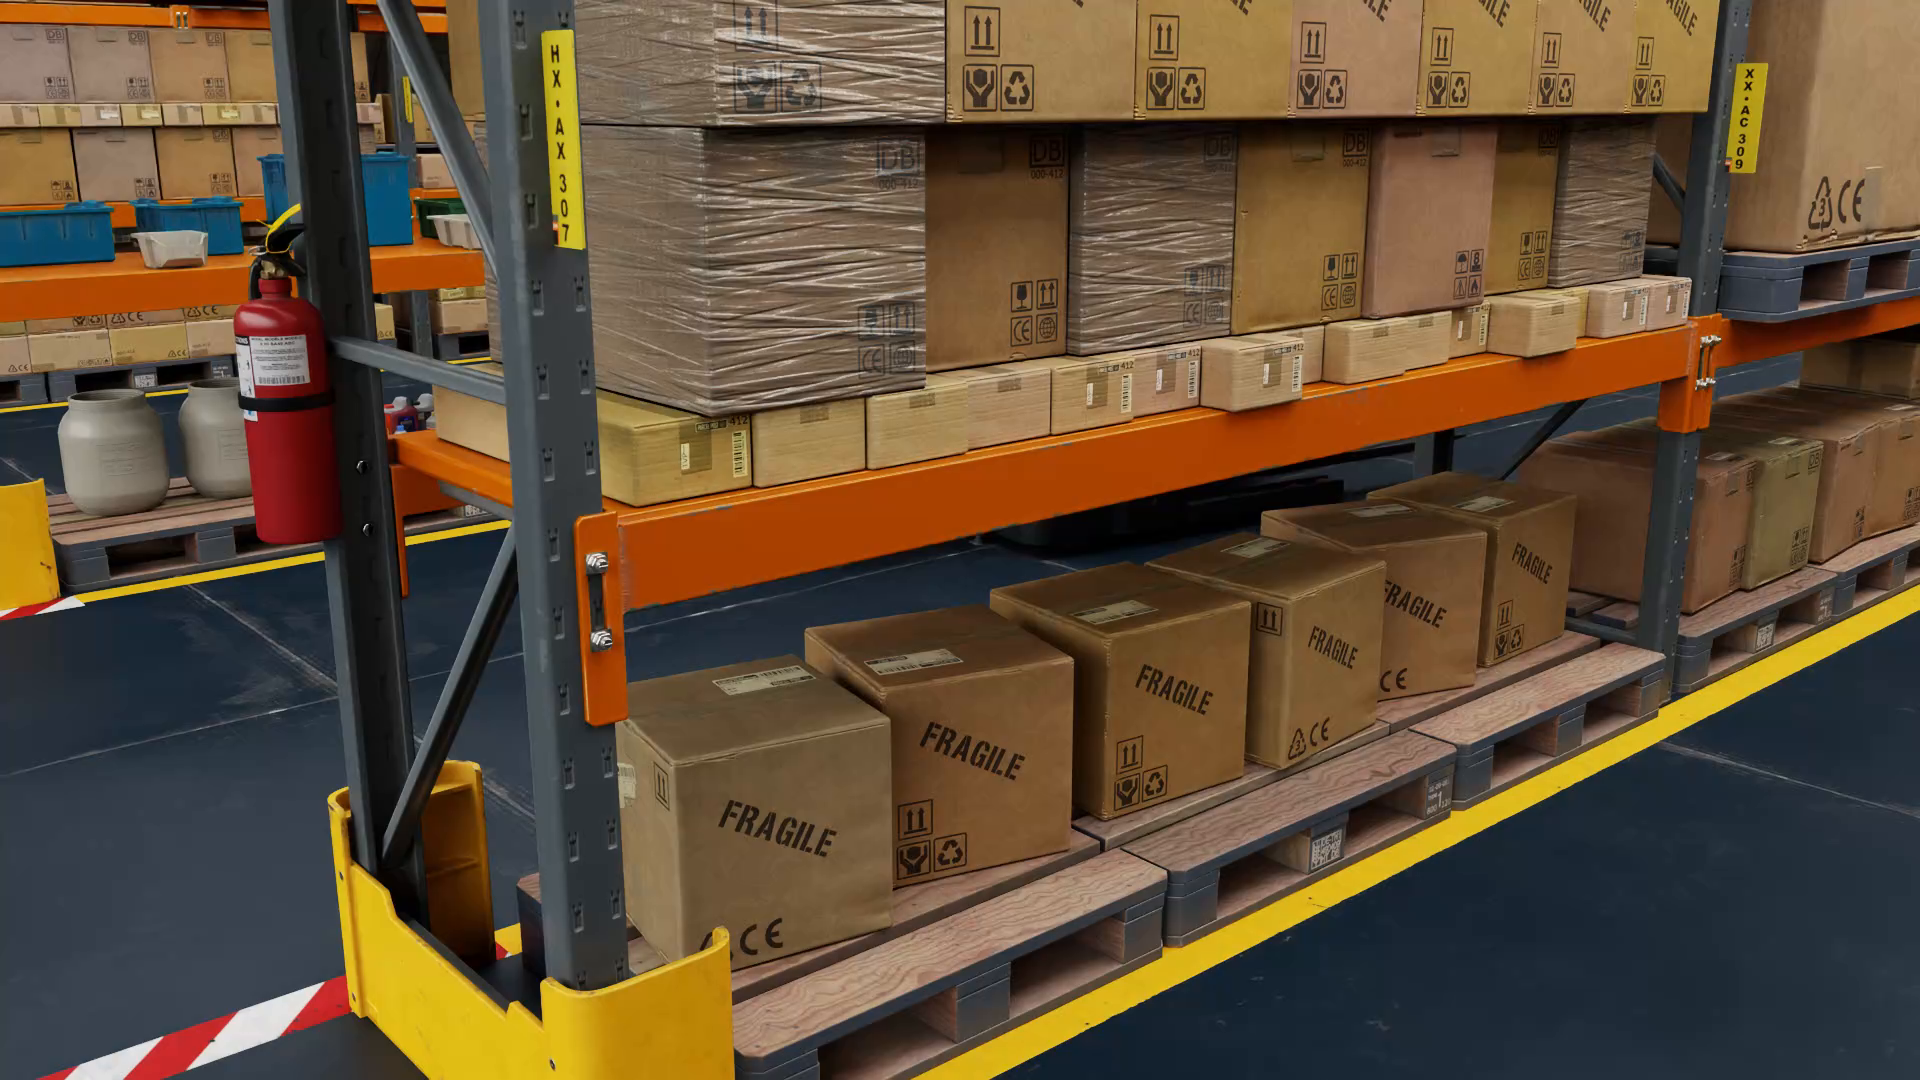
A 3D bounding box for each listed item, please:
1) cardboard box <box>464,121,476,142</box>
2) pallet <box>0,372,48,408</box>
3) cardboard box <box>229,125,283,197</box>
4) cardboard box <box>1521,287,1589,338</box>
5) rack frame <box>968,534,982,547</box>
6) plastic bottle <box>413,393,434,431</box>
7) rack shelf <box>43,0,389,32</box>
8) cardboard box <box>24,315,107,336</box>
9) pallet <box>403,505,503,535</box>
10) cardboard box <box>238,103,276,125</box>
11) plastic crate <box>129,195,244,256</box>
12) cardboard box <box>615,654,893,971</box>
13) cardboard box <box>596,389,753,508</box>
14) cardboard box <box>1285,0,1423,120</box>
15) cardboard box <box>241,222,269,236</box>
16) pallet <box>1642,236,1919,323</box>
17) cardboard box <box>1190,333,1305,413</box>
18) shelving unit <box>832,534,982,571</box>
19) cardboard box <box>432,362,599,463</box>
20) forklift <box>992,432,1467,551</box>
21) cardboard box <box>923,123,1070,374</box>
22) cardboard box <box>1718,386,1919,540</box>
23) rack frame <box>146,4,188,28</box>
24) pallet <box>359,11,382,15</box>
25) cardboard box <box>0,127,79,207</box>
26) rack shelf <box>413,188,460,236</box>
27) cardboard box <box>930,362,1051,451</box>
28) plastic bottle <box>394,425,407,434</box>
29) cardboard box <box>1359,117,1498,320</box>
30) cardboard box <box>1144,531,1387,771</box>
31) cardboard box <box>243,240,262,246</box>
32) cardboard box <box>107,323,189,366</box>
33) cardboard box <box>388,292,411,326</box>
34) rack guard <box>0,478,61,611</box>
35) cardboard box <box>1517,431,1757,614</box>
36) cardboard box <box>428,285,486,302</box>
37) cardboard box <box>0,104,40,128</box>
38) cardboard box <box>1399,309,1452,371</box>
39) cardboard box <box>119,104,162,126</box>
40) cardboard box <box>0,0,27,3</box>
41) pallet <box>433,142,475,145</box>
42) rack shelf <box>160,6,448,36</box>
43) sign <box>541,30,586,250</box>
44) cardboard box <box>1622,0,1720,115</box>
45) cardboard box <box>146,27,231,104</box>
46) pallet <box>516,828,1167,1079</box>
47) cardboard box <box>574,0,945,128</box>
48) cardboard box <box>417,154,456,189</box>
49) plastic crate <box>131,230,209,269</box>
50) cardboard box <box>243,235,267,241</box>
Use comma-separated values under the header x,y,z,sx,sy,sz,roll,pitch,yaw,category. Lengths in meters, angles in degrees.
x,y,z,sx,sy,sz,roll,pitch,yaw,category
-5.441,-4.630,18.226,0.700,0.500,0.500,14,20,42,cardboard box
-6.920,-1.023,11.169,1.213,0.211,1.003,-13,19,-39,pallet
-5.176,-2.791,12.192,0.500,0.500,0.700,-13,20,-40,cardboard box
1.656,-0.694,5.024,0.250,0.149,0.380,-13,19,-39,cardboard box
-0.015,-0.738,7.608,0.023,1.500,0.400,-10,18,-32,rack frame
-2.810,-0.621,8.688,0.135,0.276,0.152,-13,20,-41,plastic bottle
-5.961,-3.672,11.268,4.000,0.370,1.077,-13,19,-39,rack shelf
-6.174,-1.689,11.320,0.500,0.500,0.500,-13,19,-39,cardboard box
-2.658,-0.284,8.405,1.213,0.211,1.003,-13,19,-39,pallet
-5.098,-3.053,11.915,0.250,0.149,0.380,-13,20,-39,cardboard box
-3.546,-1.447,7.644,0.408,0.251,0.499,-13,19,-39,plastic crate
-0.487,0.599,3.724,0.500,0.500,0.500,-9,17,-29,cardboard box
-0.598,-0.183,3.111,0.250,0.149,0.380,-13,19,-39,cardboard box
0.756,-1.272,3.993,0.500,0.500,0.500,-13,19,-39,cardboard box
-7.162,-3.006,17.183,0.500,0.500,0.700,-12,19,-38,cardboard box
2.720,-0.989,6.012,1.213,0.211,1.003,-13,19,-39,pallet
0.597,-0.419,3.991,0.250,0.149,0.380,-13,19,-39,cardboard box
-0.322,-0.687,7.415,0.755,1.500,0.431,-10,18,-32,shelving unit
-0.890,-0.270,3.435,0.250,0.149,0.380,-13,19,-39,cardboard box
1.310,-1.636,8.194,3.031,2.935,1.130,-10,18,-32,forklift
-0.238,-0.691,3.753,0.500,0.500,0.875,-13,19,-39,cardboard box
3.740,-0.352,7.246,0.500,0.500,0.700,-11,18,-35,cardboard box
-7.707,-3.873,16.439,0.127,3.000,1.000,-13,19,-39,rack frame
-6.391,-5.492,17.050,1.003,0.211,1.213,-13,19,-39,pallet
-6.338,-2.530,11.215,0.500,0.500,0.700,-12,19,-39,cardboard box
-2.943,-2.901,14.192,4.000,0.370,1.077,-13,19,-39,rack shelf
-0.023,-0.308,3.577,0.250,0.149,0.380,-13,19,-39,cardboard box
-2.649,-0.408,7.899,0.097,0.271,0.097,0,15,0,plastic bottle
0.957,-0.926,4.635,0.500,0.500,0.875,-13,19,-39,cardboard box
0.876,0.303,4.832,0.500,0.500,0.500,14,20,42,cardboard box
-5.043,-1.943,12.272,0.500,0.500,0.500,-13,19,-39,cardboard box
-5.786,-1.408,11.722,0.500,0.250,0.500,-13,19,-39,cardboard box
-4.330,-1.911,13.605,0.500,0.250,0.500,-13,20,-40,cardboard box
-4.194,-0.081,7.086,0.348,0.500,1.175,-13,19,-39,rack guard
2.525,-0.085,6.248,0.700,0.500,0.500,14,21,43,cardboard box
-3.977,-2.077,13.139,0.500,0.311,0.500,-13,19,-39,cardboard box
-6.254,-2.793,10.945,0.250,0.149,0.380,-14,20,-41,cardboard box
1.103,-0.563,4.533,0.250,0.149,0.380,-13,19,-39,cardboard box
-5.674,-2.923,11.430,0.250,0.149,0.380,-12,19,-38,cardboard box
-8.708,-5.062,14.845,0.500,0.500,0.500,-14,20,-41,cardboard box
-5.157,-4.317,18.470,1.003,0.211,1.213,-13,19,-39,pallet
-6.198,-5.314,17.413,4.000,0.370,1.077,-13,19,-39,rack shelf
-0.613,-0.615,2.564,0.005,0.325,0.100,-13,19,-39,sign
1.889,-1.526,4.942,0.500,0.500,0.500,-13,19,-39,cardboard box
-5.541,-3.338,11.726,0.500,0.500,0.700,-13,20,-39,cardboard box
-0.276,0.901,3.969,1.213,0.211,1.003,-13,19,-39,pallet
-0.376,-1.018,3.041,0.500,0.500,0.500,-13,19,-39,cardboard box
-4.109,-2.929,13.194,0.500,0.250,0.500,-11,19,-36,cardboard box
-3.335,-1.229,7.048,0.250,0.136,0.298,-13,19,-39,plastic crate
-5.379,-2.043,12.646,0.500,0.500,0.500,-13,19,-39,cardboard box
